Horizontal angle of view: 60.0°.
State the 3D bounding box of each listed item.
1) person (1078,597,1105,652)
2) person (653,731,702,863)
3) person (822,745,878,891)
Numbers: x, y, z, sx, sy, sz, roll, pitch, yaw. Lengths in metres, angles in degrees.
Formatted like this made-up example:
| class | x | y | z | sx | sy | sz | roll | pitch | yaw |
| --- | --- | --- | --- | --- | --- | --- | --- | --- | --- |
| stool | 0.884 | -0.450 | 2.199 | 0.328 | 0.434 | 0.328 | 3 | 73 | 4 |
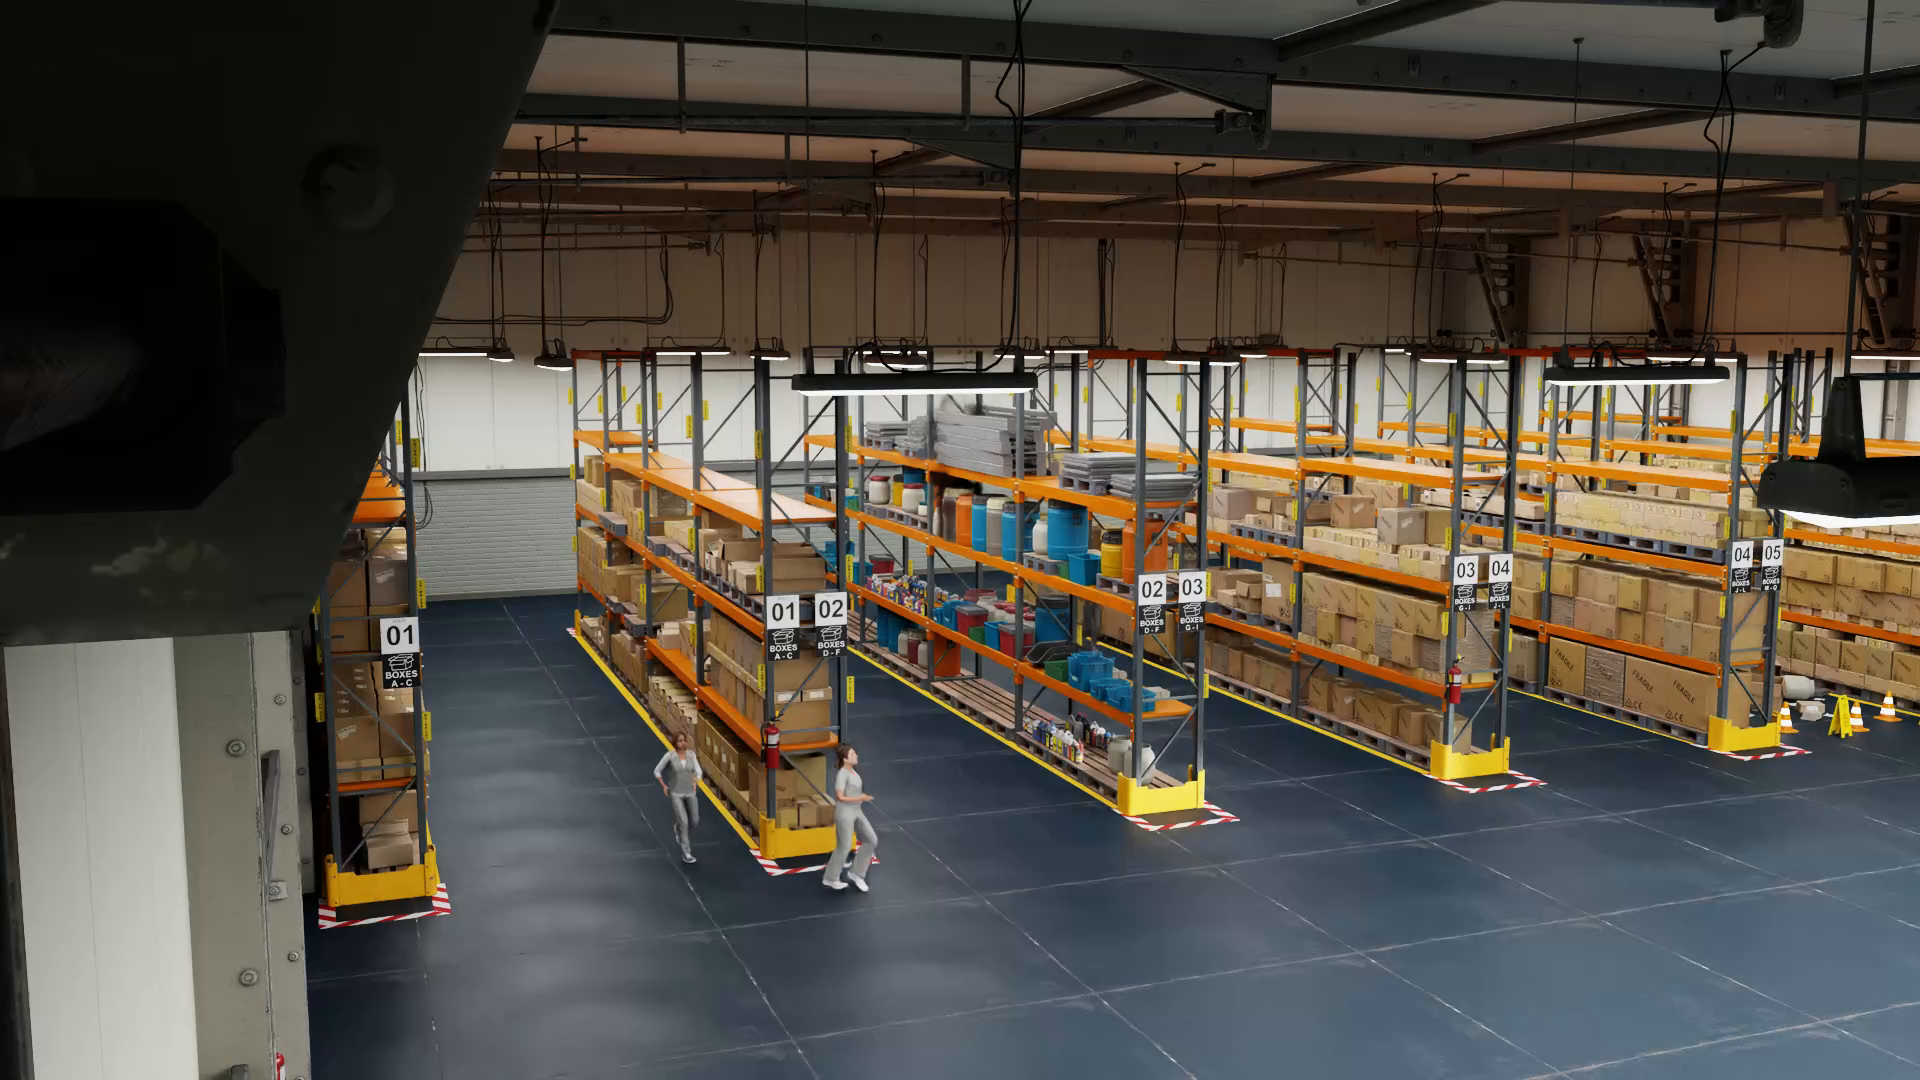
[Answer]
| class | x | y | z | sx | sy | sz | roll | pitch | yaw |
| --- | --- | --- | --- | --- | --- | --- | --- | --- | --- |
| person | 2.510 | 1.322 | 31.701 | 0.578 | 1.614 | 0.627 | -3 | 8 | -23 |
| person | -3.380 | 3.072 | 20.049 | 0.566 | 1.563 | 0.707 | -4 | 8 | -30 |
| person | -1.253 | 3.163 | 18.902 | 0.624 | 1.695 | 0.572 | 2 | 7 | 18 |
